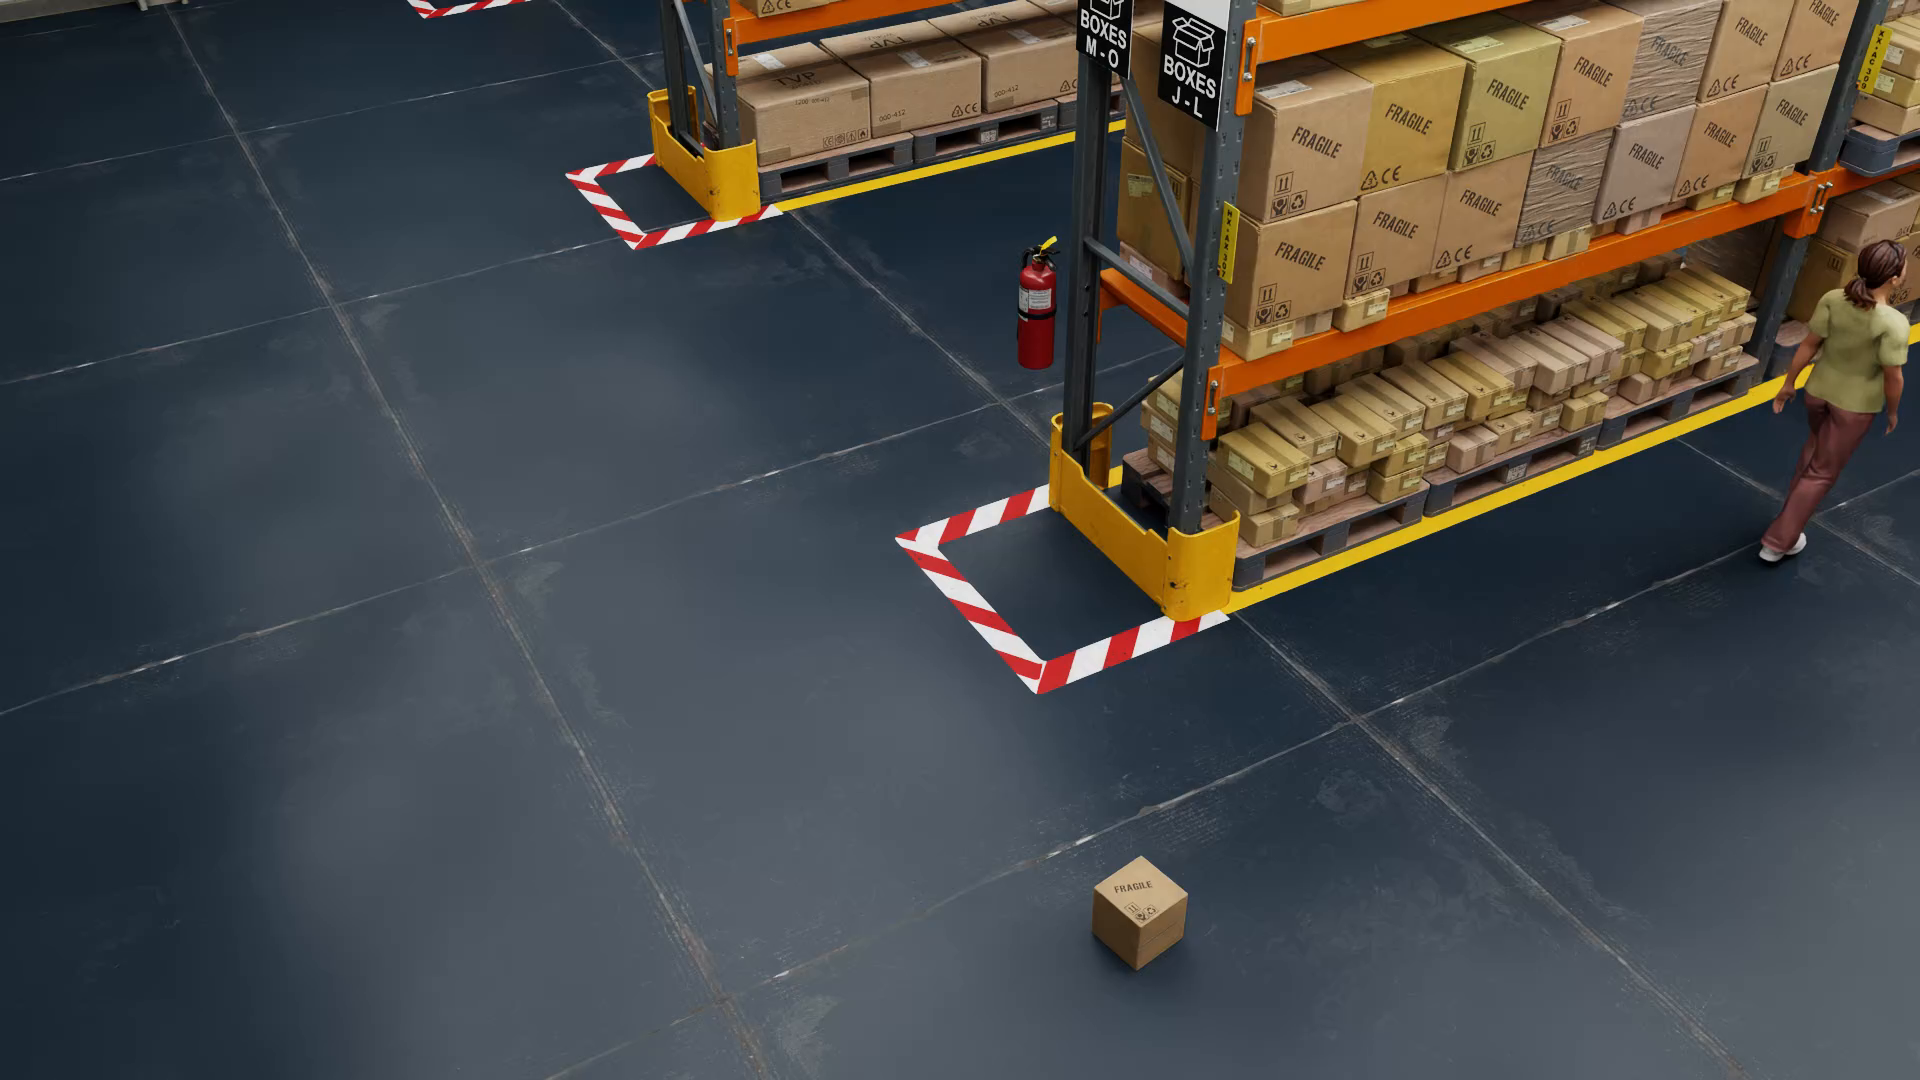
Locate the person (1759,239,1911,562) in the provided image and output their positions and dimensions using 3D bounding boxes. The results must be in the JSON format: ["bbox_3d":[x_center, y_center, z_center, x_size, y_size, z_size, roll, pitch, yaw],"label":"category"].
[{"bbox_3d":[4.134,-0.523,7.864,0.548,1.467,0.477,-19,41,-23],"label":"person"}]
